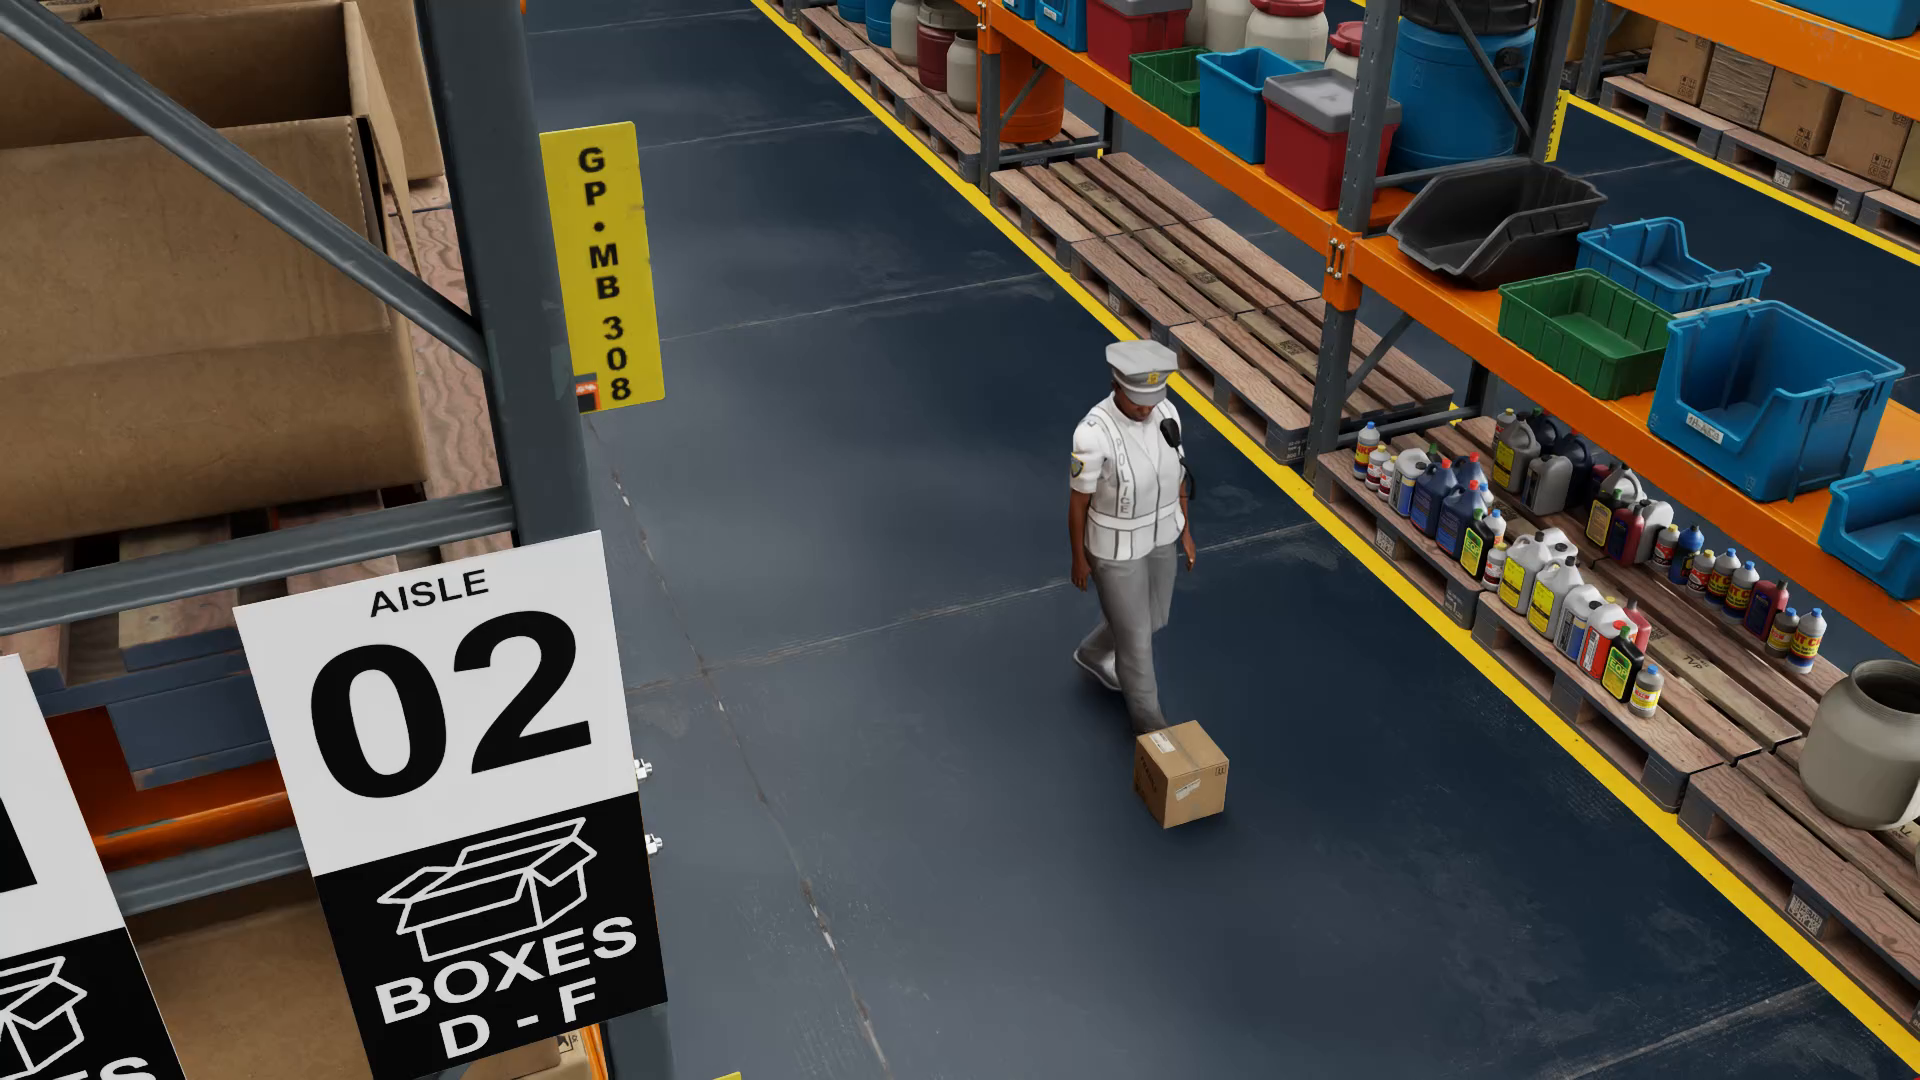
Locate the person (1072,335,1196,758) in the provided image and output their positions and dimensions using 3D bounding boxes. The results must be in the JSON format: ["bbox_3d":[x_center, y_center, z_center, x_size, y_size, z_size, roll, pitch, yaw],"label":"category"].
[{"bbox_3d":[0.652,0.035,6.074,0.484,1.674,0.409,-12,36,-17],"label":"person"}]
